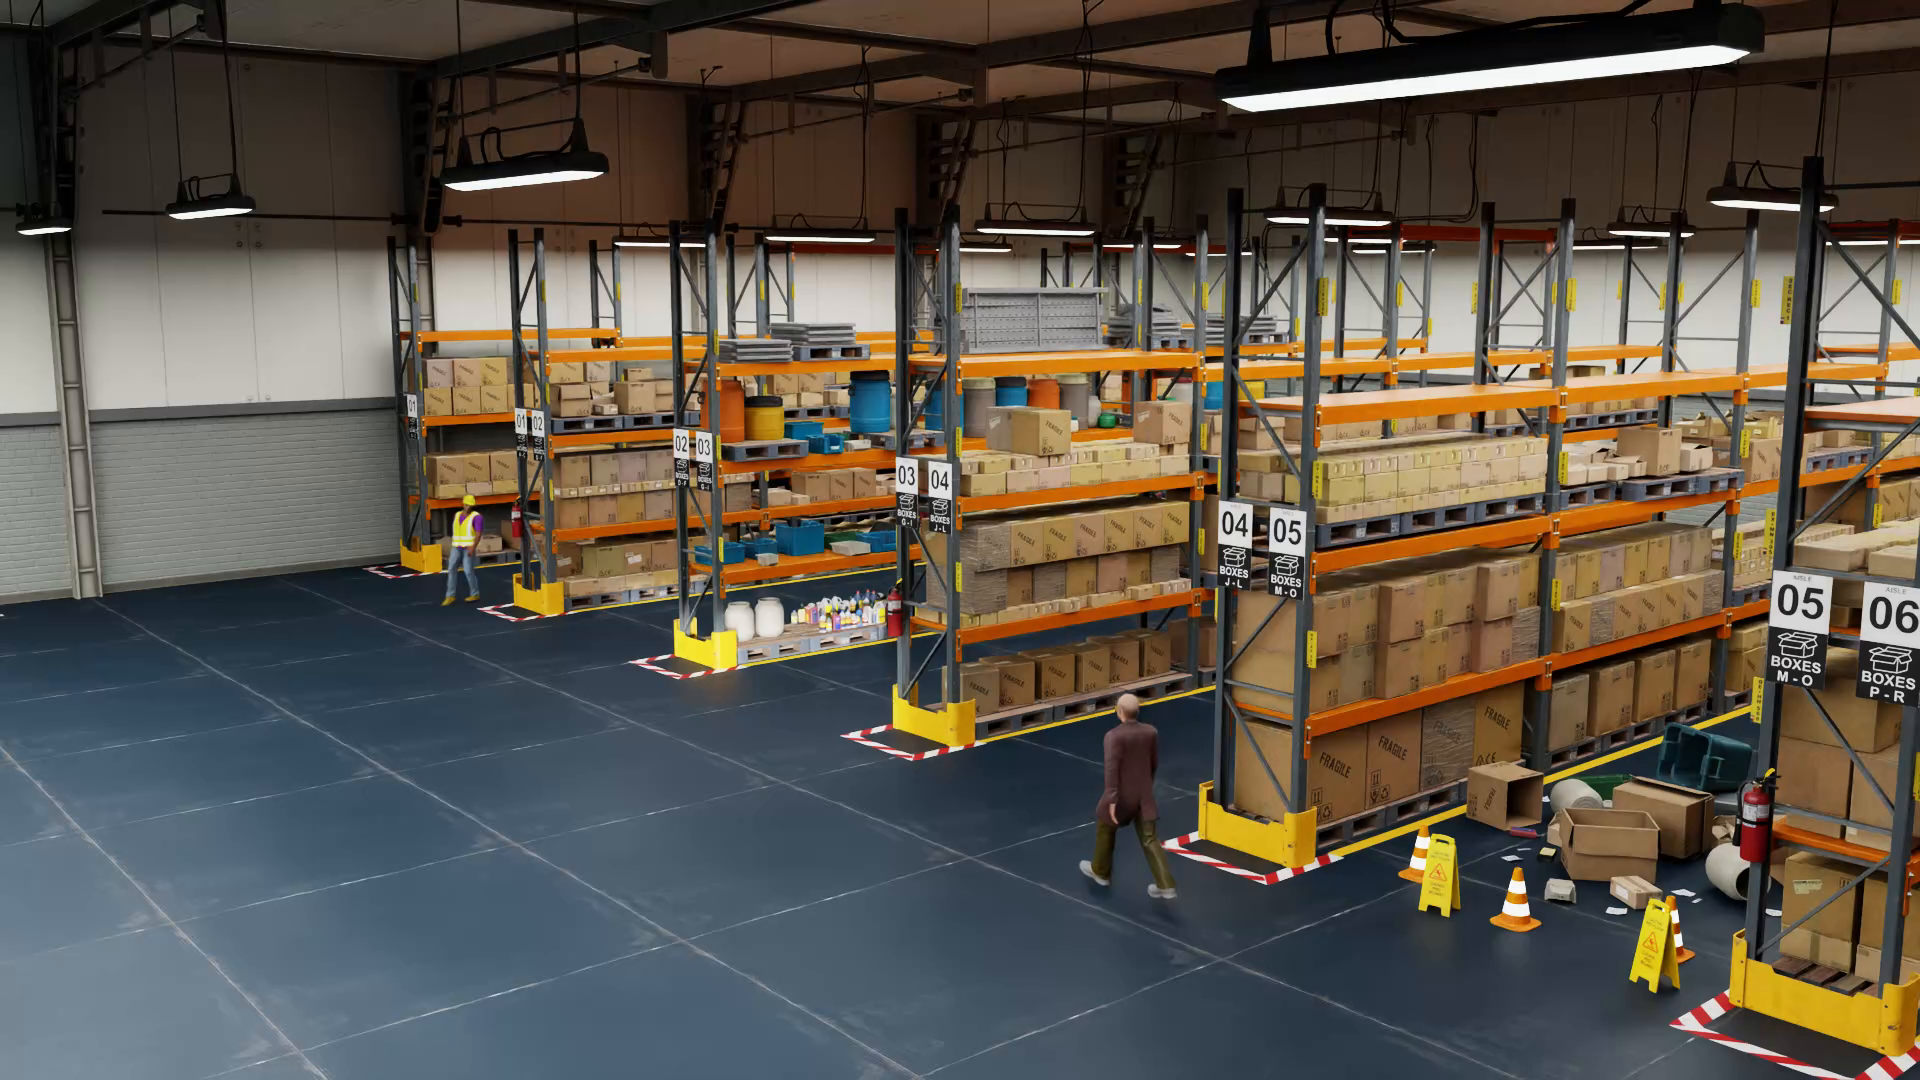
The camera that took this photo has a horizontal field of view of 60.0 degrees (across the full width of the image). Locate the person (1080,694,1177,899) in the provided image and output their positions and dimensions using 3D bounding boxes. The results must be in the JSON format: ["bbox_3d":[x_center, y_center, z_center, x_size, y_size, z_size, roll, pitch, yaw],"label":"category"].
[{"bbox_3d":[1.434,2.157,14.083,0.578,1.729,1.159,-5,10,-28],"label":"person"}]

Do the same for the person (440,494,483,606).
[{"bbox_3d":[-8.106,0.172,27.025,0.599,1.787,0.678,3,9,16],"label":"person"}]
